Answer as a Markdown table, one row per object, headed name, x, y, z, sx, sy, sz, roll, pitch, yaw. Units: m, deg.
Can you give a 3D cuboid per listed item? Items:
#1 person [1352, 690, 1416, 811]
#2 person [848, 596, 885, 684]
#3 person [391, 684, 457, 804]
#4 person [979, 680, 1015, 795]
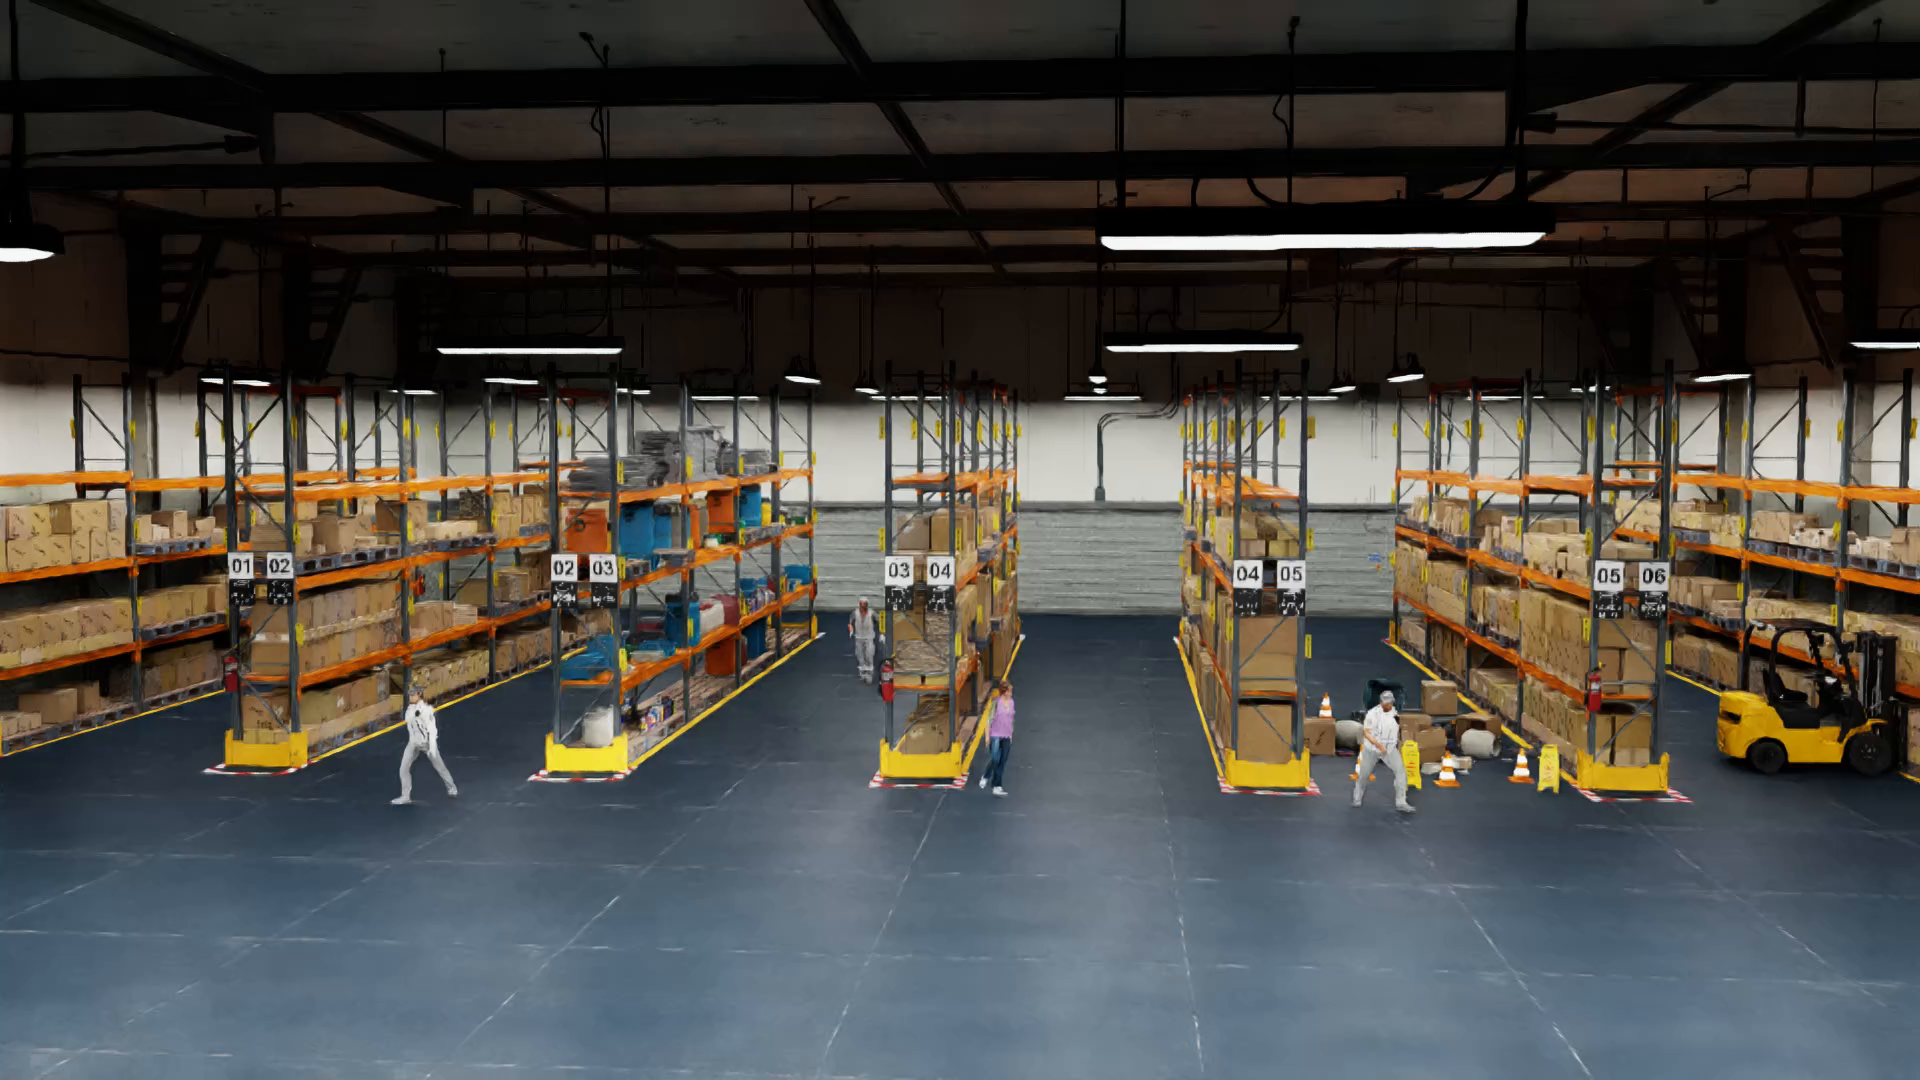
| name | x | y | z | sx | sy | sz | roll | pitch | yaw |
| --- | --- | --- | --- | --- | --- | --- | --- | --- | --- |
| person | 5.579 | 2.752 | 21.984 | 0.655 | 1.591 | 0.824 | -1 | 4 | -12 |
| person | -1.870 | 1.966 | 32.983 | 0.711 | 1.751 | 0.680 | 1 | 4 | 9 |
| person | -7.214 | 2.717 | 22.424 | 0.517 | 1.613 | 0.938 | 2 | 4 | 26 |
| person | 0.517 | 2.703 | 22.902 | 0.477 | 1.590 | 0.476 | -3 | 5 | -34 |
